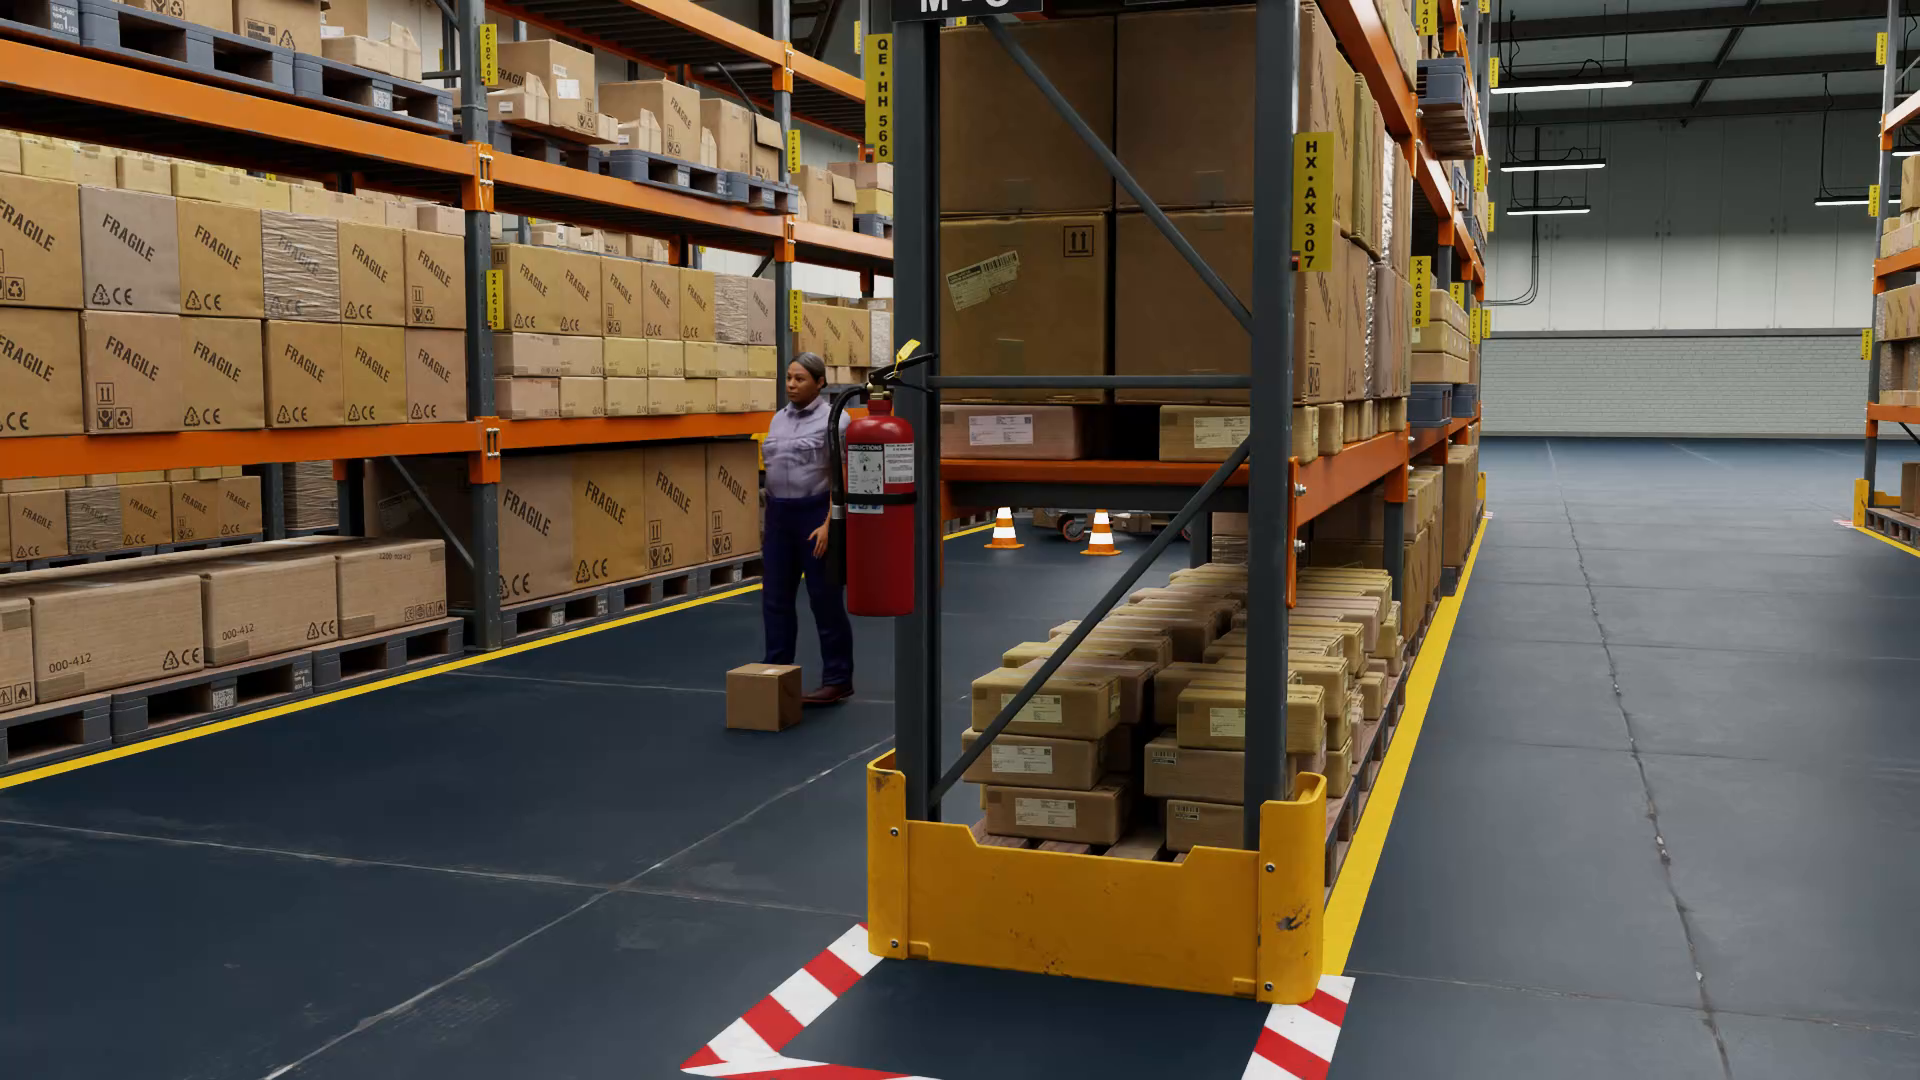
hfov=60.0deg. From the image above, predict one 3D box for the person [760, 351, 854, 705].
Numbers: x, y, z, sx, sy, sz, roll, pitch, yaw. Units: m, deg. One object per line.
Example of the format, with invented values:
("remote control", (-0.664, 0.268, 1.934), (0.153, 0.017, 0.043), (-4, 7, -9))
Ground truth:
("person", (-0.740, -0.040, 7.749), (0.495, 1.668, 0.491), (3, 6, 31))
